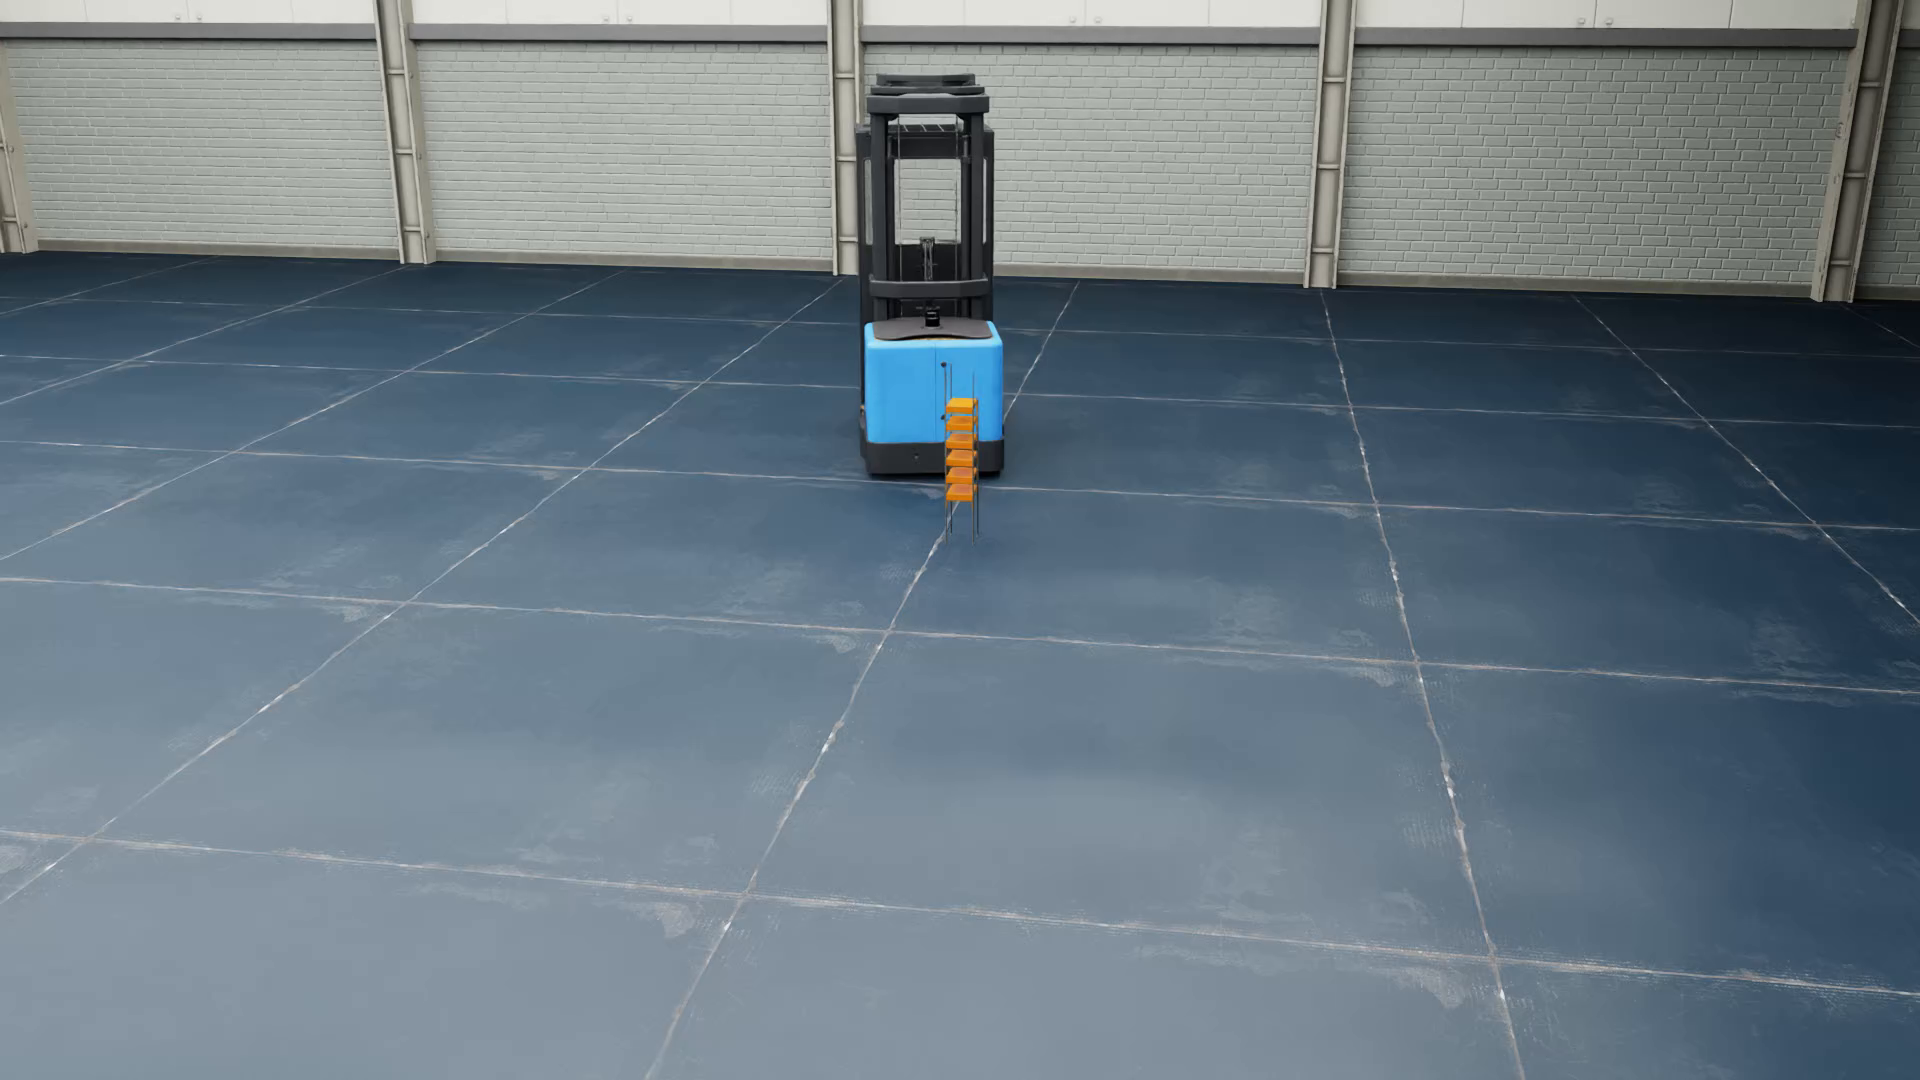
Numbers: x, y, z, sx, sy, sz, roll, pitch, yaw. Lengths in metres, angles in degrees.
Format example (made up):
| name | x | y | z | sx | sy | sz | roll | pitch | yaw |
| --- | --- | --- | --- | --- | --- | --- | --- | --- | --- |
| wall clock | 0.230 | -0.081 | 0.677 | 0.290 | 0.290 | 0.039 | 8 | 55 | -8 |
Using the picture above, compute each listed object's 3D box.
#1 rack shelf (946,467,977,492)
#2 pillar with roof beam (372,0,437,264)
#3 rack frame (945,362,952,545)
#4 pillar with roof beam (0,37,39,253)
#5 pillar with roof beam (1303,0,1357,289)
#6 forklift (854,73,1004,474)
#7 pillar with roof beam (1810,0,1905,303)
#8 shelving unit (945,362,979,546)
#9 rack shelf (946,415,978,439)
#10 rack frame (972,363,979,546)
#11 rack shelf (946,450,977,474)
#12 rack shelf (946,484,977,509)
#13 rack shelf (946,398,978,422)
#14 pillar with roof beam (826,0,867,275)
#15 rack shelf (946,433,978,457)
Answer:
| name | x | y | z | sx | sy | sz | roll | pitch | yaw |
| --- | --- | --- | --- | --- | --- | --- | --- | --- | --- |
| rack shelf | 0.014 | -0.412 | 11.163 | 0.180 | 0.103 | 0.258 | 3 | 19 | 9 |
| pillar with roof beam | -8.034 | -6.698 | 17.140 | 0.400 | 9.000 | 9.100 | 3 | 19 | 9 |
| rack frame | -0.076 | -0.573 | 11.124 | 0.006 | 1.200 | 0.240 | 3 | 19 | 9 |
| pillar with roof beam | -13.959 | -7.000 | 18.042 | 0.400 | 9.000 | 9.100 | 3 | 19 | 9 |
| pillar with roof beam | 3.814 | -6.094 | 15.335 | 0.400 | 9.000 | 9.100 | 3 | 19 | 9 |
| forklift | -0.293 | -2.310 | 13.587 | 1.130 | 2.935 | 3.031 | -1 | 19 | -4 |
| pillar with roof beam | 9.738 | -5.792 | 14.432 | 0.400 | 9.000 | 9.100 | 3 | 19 | 9 |
| shelving unit | 0.014 | -0.568 | 11.111 | 0.189 | 1.200 | 0.258 | 3 | 19 | 9 |
| rack shelf | 0.014 | -0.754 | 11.048 | 0.180 | 0.103 | 0.258 | 3 | 19 | 9 |
| rack frame | 0.105 | -0.564 | 11.097 | 0.006 | 1.200 | 0.240 | 3 | 19 | 9 |
| rack shelf | 0.014 | -0.526 | 11.125 | 0.180 | 0.103 | 0.258 | 3 | 19 | 9 |
| rack shelf | 0.014 | -0.299 | 11.201 | 0.180 | 0.103 | 0.258 | 3 | 19 | 9 |
| rack shelf | 0.014 | -0.868 | 11.010 | 0.180 | 0.103 | 0.258 | 3 | 19 | 9 |
| pillar with roof beam | -2.110 | -6.396 | 16.237 | 0.400 | 9.000 | 9.100 | 3 | 19 | 9 |
| rack shelf | 0.014 | -0.640 | 11.087 | 0.180 | 0.103 | 0.258 | 3 | 19 | 9 |
